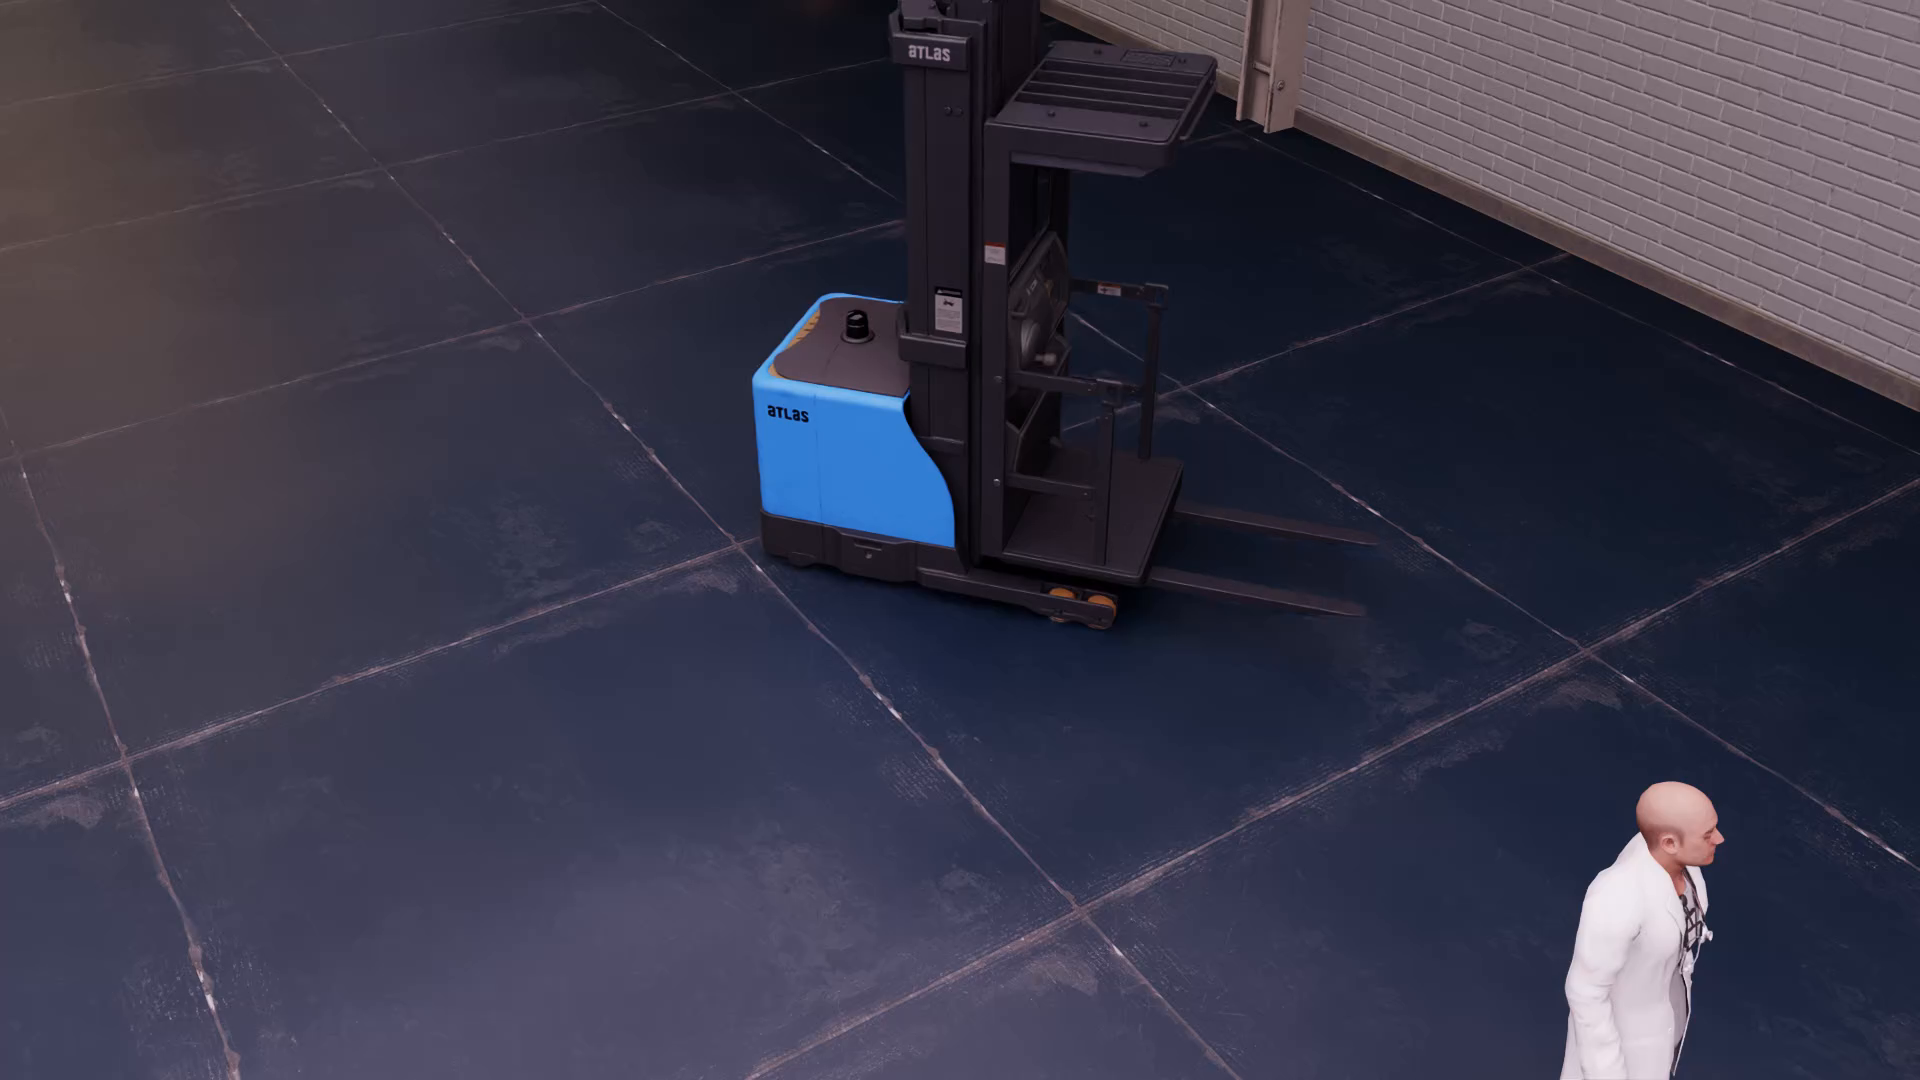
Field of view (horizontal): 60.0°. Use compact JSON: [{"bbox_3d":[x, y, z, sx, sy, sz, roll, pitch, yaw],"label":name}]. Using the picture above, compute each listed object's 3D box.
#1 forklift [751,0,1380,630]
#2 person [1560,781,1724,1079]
[{"bbox_3d":[0.557,-1.107,7.723,3.031,2.935,1.130,10,36,14],"label":"forklift"},{"bbox_3d":[2.104,1.496,5.009,0.581,1.776,0.694,25,42,31],"label":"person"}]
